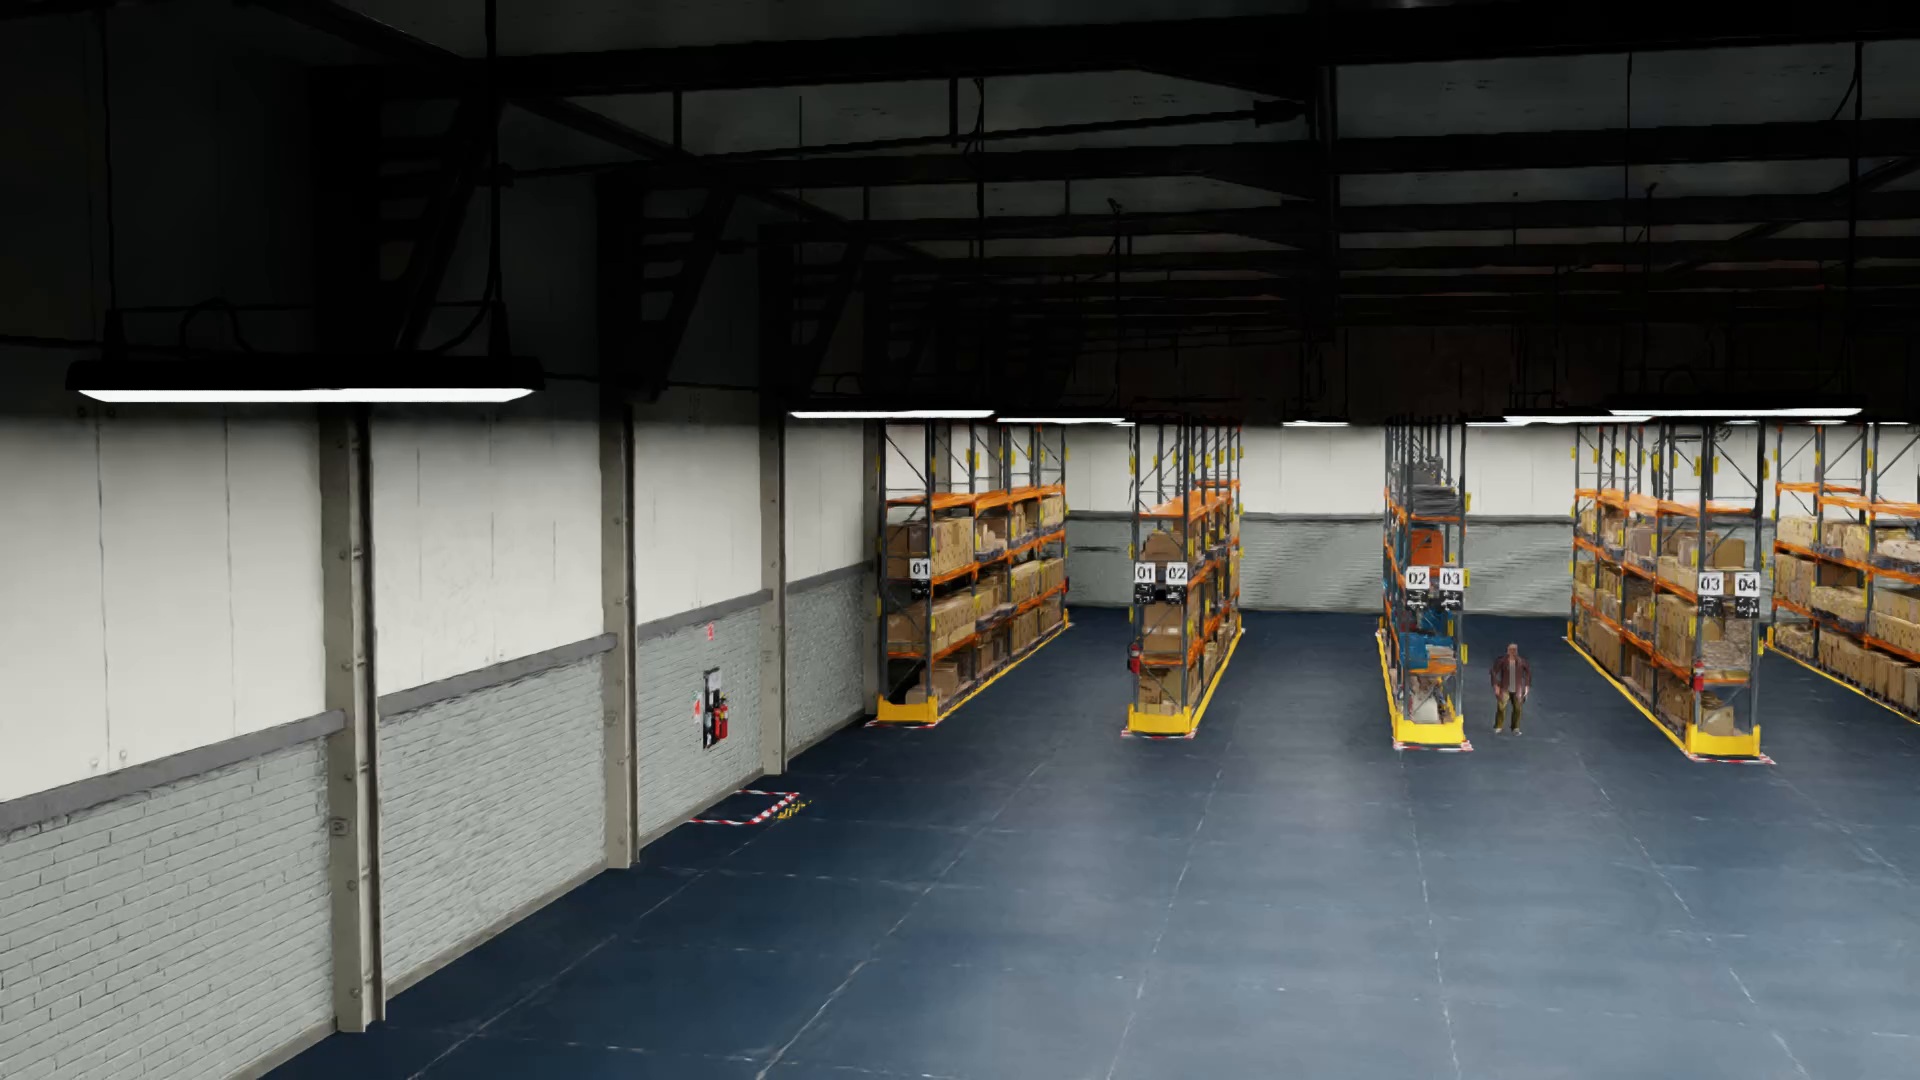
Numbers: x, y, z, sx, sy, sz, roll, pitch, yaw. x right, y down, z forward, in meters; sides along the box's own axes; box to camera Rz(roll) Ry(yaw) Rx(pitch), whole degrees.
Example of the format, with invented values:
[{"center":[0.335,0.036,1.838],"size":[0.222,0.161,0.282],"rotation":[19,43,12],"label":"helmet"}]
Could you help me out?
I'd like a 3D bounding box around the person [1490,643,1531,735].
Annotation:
[{"center":[10.249,2.766,30.982],"size":[0.729,1.733,0.546],"rotation":[1,4,11],"label":"person"}]
